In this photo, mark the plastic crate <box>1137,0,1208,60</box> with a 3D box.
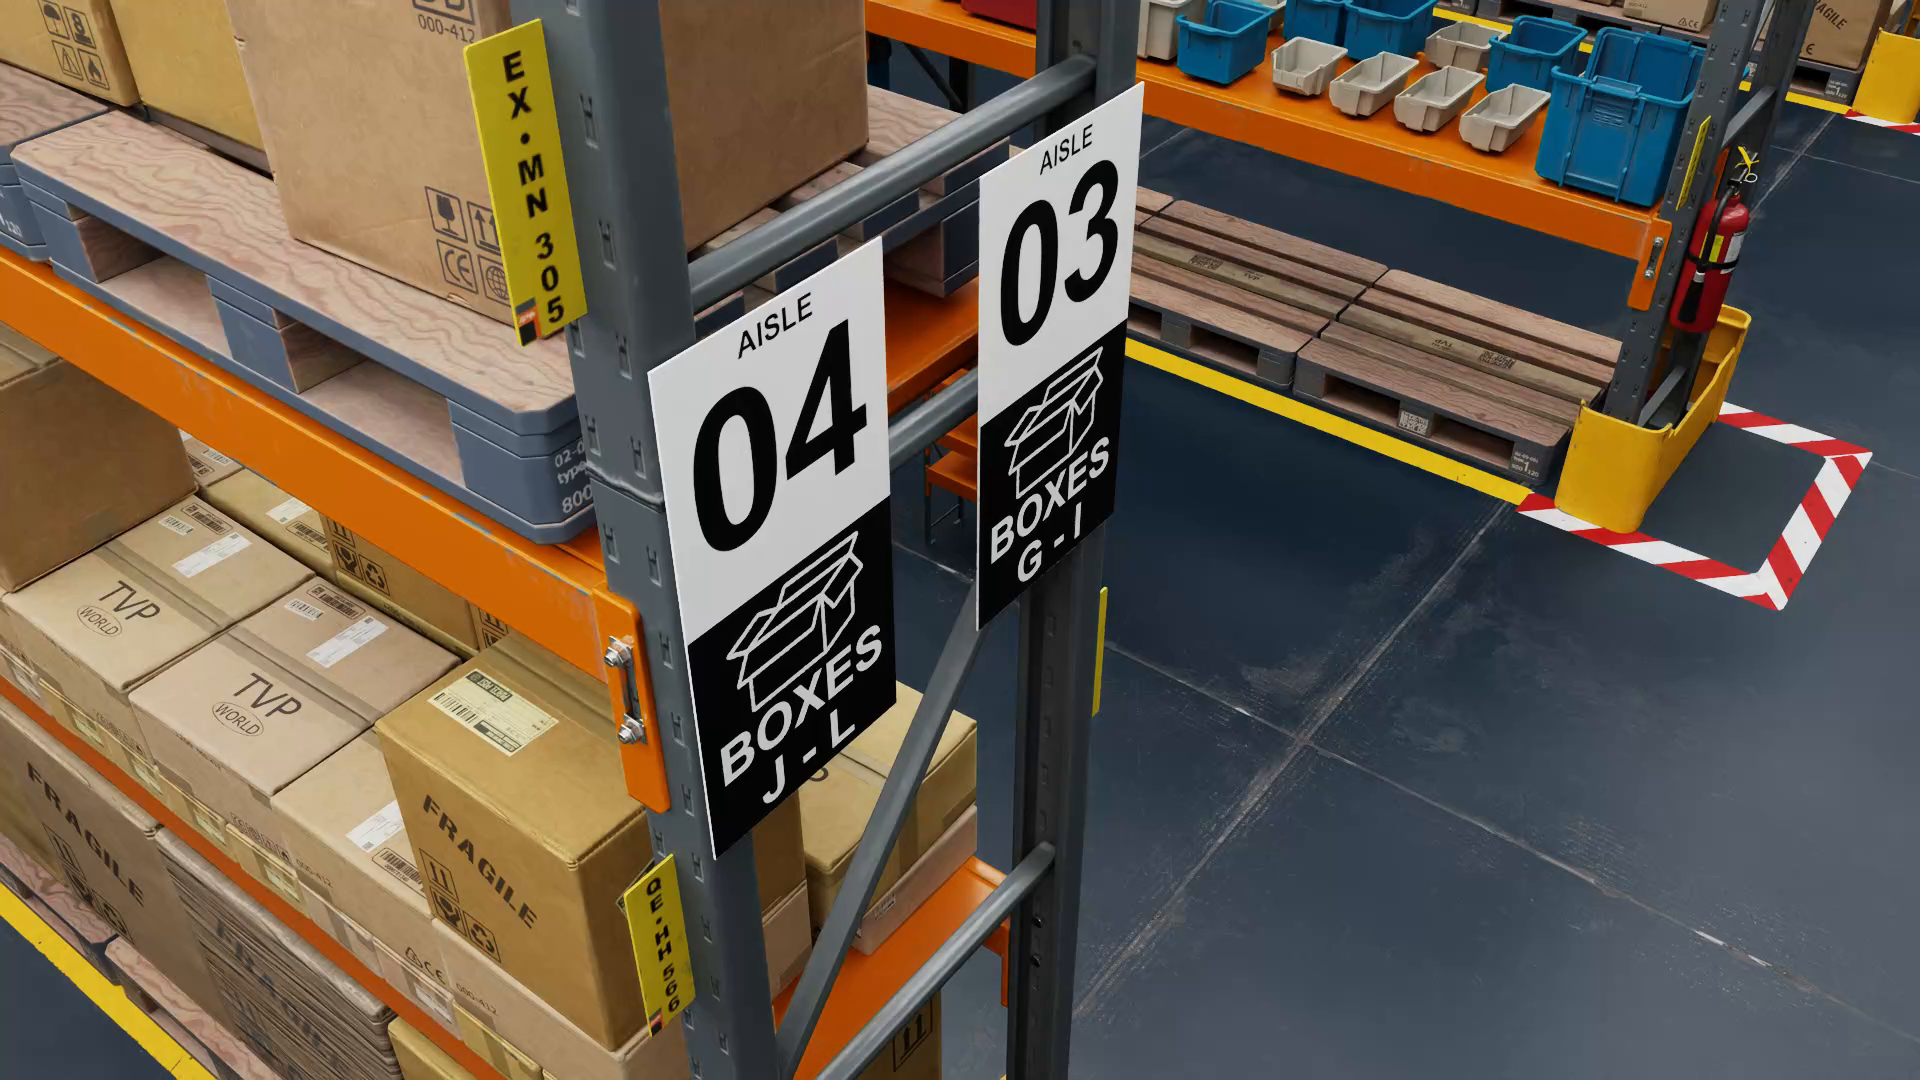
[{"bbox_3d":[0.841,-2.356,7.373,0.530,0.282,0.437,25,45,29],"label":"plastic crate"}]

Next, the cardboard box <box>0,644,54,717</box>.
[{"bbox_3d":[-2.207,0.242,4.211,0.250,0.149,0.380,26,45,29],"label":"cardboard box"}]

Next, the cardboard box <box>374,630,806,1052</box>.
[{"bbox_3d":[-0.639,0.476,2.981,0.500,0.500,0.500,26,45,29],"label":"cardboard box"}]

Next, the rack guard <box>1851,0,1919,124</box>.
[{"bbox_3d":[5.869,-3.011,10.190,0.348,0.500,1.175,25,45,29],"label":"rack guard"}]

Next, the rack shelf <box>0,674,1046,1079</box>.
[{"bbox_3d":[-1.681,0.417,4.368,4.000,0.370,1.077,25,45,29],"label":"rack shelf"}]

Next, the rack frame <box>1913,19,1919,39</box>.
[{"bbox_3d":[5.929,-3.967,9.383,0.127,3.000,1.000,25,45,29],"label":"rack frame"}]

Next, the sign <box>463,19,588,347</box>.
[{"bbox_3d":[-0.433,-0.355,1.683,0.005,0.325,0.100,25,45,29],"label":"sign"}]

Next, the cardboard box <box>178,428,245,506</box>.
[{"bbox_3d":[-1.941,-0.253,4.520,0.500,0.250,0.500,26,45,29],"label":"cardboard box"}]

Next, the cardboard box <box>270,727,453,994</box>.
[{"bbox_3d":[-1.041,0.583,3.453,0.500,0.250,0.500,24,44,28],"label":"cardboard box"}]

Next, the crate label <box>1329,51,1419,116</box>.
[{"bbox_3d":[1.702,-1.887,6.892,0.243,0.136,0.396,25,45,29],"label":"crate label"}]

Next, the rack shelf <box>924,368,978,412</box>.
[{"bbox_3d":[0.131,-0.534,6.205,0.480,0.148,0.258,25,45,29],"label":"rack shelf"}]

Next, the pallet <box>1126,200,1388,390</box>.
[{"bbox_3d":[1.320,-1.230,8.149,1.213,0.211,1.003,25,45,29],"label":"pallet"}]

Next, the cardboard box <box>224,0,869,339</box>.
[{"bbox_3d":[-0.538,-0.711,2.289,0.500,0.500,0.700,23,43,26],"label":"cardboard box"}]

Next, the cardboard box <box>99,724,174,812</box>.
[{"bbox_3d":[-1.789,0.437,3.963,0.250,0.149,0.380,26,45,29],"label":"cardboard box"}]

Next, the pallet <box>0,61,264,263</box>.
[{"bbox_3d":[-1.661,-0.993,3.224,1.213,0.211,1.003,25,45,29],"label":"pallet"}]

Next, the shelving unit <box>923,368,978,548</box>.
[{"bbox_3d":[0.131,-0.410,6.301,0.503,1.200,0.258,25,45,29],"label":"shelving unit"}]

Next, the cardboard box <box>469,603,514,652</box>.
[{"bbox_3d":[-0.707,0.030,3.550,0.500,0.500,0.500,24,44,28],"label":"cardboard box"}]

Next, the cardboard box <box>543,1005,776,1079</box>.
[{"bbox_3d":[-0.575,1.009,3.231,0.250,0.149,0.380,26,45,29],"label":"cardboard box"}]

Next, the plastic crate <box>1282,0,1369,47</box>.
[{"bbox_3d":[1.636,-2.359,7.418,0.300,0.233,0.416,25,45,29],"label":"plastic crate"}]

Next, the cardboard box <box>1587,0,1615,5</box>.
[{"bbox_3d":[4.247,-3.954,11.035,0.637,0.503,0.797,25,45,29],"label":"cardboard box"}]

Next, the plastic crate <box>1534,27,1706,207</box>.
[{"bbox_3d":[2.537,-1.614,6.301,0.499,0.435,0.616,25,45,29],"label":"plastic crate"}]

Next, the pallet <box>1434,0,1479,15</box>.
[{"bbox_3d":[3.297,-4.109,11.827,1.213,0.211,1.003,25,45,29],"label":"pallet"}]

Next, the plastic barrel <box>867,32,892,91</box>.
[{"bbox_3d":[-0.682,-2.592,8.989,0.708,0.901,0.600,25,45,29],"label":"plastic barrel"}]

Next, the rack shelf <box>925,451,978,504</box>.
[{"bbox_3d":[0.131,-0.201,6.465,0.480,0.148,0.258,25,45,29],"label":"rack shelf"}]

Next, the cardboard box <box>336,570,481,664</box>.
[{"bbox_3d":[-1.123,0.131,4.030,0.500,0.250,0.500,24,44,27],"label":"cardboard box"}]

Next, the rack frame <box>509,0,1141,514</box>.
[{"bbox_3d":[-0.092,-1.479,1.340,0.127,3.000,1.000,25,45,29],"label":"rack frame"}]

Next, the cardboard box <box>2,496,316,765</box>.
[{"bbox_3d":[-1.862,0.199,3.943,0.500,0.250,0.500,25,45,29],"label":"cardboard box"}]

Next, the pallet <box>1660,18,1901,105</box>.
[{"bbox_3d":[5.235,-3.195,10.660,1.213,0.211,1.003,25,45,29],"label":"pallet"}]

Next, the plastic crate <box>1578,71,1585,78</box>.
[{"bbox_3d":[2.716,-1.877,6.879,0.298,0.136,0.250,25,45,29],"label":"plastic crate"}]

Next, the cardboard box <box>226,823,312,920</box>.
[{"bbox_3d":[-1.387,0.628,3.719,0.250,0.149,0.380,24,44,28],"label":"cardboard box"}]

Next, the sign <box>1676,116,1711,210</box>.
[{"bbox_3d":[2.595,-1.331,5.885,0.005,0.325,0.100,25,45,29],"label":"sign"}]

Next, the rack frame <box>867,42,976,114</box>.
[{"bbox_3d":[-0.260,-3.041,8.200,0.127,3.000,1.000,25,45,29],"label":"rack frame"}]

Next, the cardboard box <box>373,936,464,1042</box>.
[{"bbox_3d":[-0.982,0.818,3.476,0.250,0.149,0.380,25,45,29],"label":"cardboard box"}]

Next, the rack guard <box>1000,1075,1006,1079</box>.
[{"bbox_3d":[-0.073,1.876,3.948,0.348,0.500,1.175,25,45,29],"label":"rack guard"}]

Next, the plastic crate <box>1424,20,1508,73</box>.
[{"bbox_3d":[2.177,-2.131,7.204,0.298,0.136,0.250,25,45,29],"label":"plastic crate"}]

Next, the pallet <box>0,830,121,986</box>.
[{"bbox_3d":[-2.713,0.806,5.550,1.213,0.211,1.003,25,45,29],"label":"pallet"}]

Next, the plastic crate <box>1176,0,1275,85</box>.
[{"bbox_3d":[1.130,-2.144,7.142,0.300,0.233,0.416,25,45,29],"label":"plastic crate"}]

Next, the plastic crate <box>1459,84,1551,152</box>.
[{"bbox_3d":[2.159,-1.679,6.627,0.243,0.136,0.396,25,45,29],"label":"plastic crate"}]

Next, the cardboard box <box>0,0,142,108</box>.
[{"bbox_3d":[-1.352,-1.151,2.850,0.500,0.500,0.700,22,43,26],"label":"cardboard box"}]

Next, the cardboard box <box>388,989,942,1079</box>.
[{"bbox_3d":[-0.649,1.353,3.971,0.875,0.875,0.875,25,45,29],"label":"cardboard box"}]

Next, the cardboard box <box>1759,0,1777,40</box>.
[{"bbox_3d":[5.081,-3.303,10.477,0.250,0.166,0.380,25,45,29],"label":"cardboard box"}]

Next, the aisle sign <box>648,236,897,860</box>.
[{"bbox_3d":[-0.217,0.033,2.166,0.004,0.787,0.394,25,45,29],"label":"aisle sign"}]

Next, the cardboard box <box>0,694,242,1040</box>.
[{"bbox_3d":[-2.079,0.679,4.832,0.875,0.875,0.875,25,45,29],"label":"cardboard box"}]
